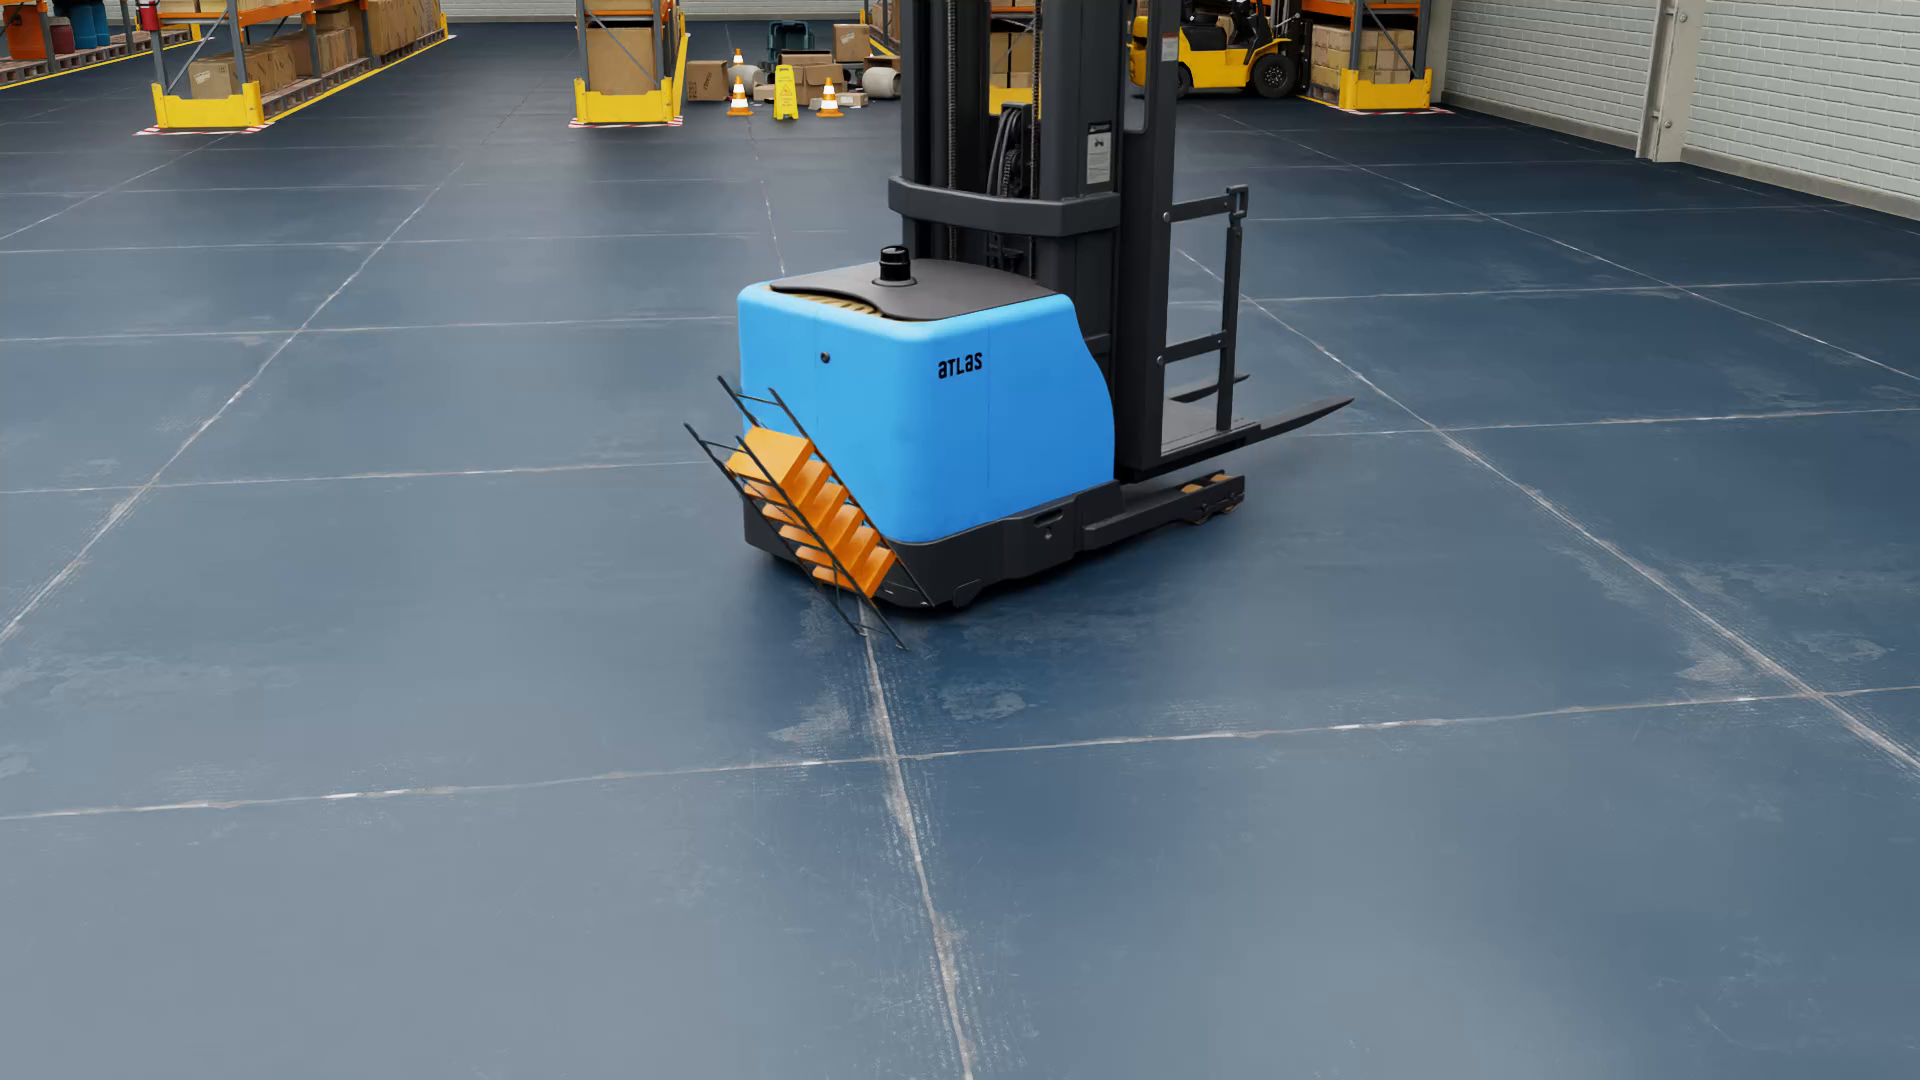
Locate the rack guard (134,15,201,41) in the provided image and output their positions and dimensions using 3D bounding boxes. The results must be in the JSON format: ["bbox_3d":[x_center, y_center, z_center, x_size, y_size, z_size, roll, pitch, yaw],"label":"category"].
[{"bbox_3d":[-16.305,-10.545,34.236,1.175,0.500,0.348,-3,21,-8],"label":"rack guard"}]

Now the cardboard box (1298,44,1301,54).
[{"bbox_3d":[5.032,-6.991,23.762,0.500,0.250,0.500,-3,21,-8],"label":"cardboard box"}]

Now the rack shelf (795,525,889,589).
[{"bbox_3d":[-0.394,0.033,5.480,0.258,0.103,0.180,15,64,35],"label":"rack shelf"}]

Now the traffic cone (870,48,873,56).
[{"bbox_3d":[-1.415,-7.474,26.065,0.336,0.463,0.334,-3,21,-8],"label":"traffic cone"}]

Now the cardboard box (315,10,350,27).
[{"bbox_3d":[-10.108,-8.344,26.643,0.500,0.250,0.500,-2,21,-6],"label":"cardboard box"}]

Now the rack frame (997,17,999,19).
[{"bbox_3d":[0.149,-8.303,24.661,1.000,3.000,0.127,-3,21,-8],"label":"rack frame"}]

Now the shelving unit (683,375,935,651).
[{"bbox_3d":[-0.457,-0.060,5.359,0.258,1.200,0.189,15,64,35],"label":"shelving unit"}]

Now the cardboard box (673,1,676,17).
[{"bbox_3d":[-5.379,-9.560,29.925,0.500,0.250,0.500,-4,21,-10],"label":"cardboard box"}]

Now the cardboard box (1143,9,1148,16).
[{"bbox_3d":[3.841,-9.988,32.143,0.500,0.500,0.500,-3,21,-8],"label":"cardboard box"}]

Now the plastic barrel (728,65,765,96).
[{"bbox_3d":[-3.053,-6.496,23.505,0.512,0.421,0.421,12,24,30],"label":"plastic barrel"}]

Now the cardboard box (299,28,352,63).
[{"bbox_3d":[-10.025,-7.801,26.260,0.700,0.500,0.500,-5,21,-12],"label":"cardboard box"}]

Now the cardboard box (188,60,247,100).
[{"bbox_3d":[-9.154,-5.661,20.560,0.500,0.500,0.500,1,20,2],"label":"cardboard box"}]

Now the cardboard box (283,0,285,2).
[{"bbox_3d":[-9.280,-7.276,22.268,0.380,0.149,0.250,-3,21,-8],"label":"cardboard box"}]

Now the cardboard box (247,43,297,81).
[{"bbox_3d":[-9.639,-6.689,23.310,0.500,0.500,0.500,-4,21,-9],"label":"cardboard box"}]

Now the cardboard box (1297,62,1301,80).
[{"bbox_3d":[5.034,-6.751,23.833,0.500,0.250,0.500,-2,21,-6],"label":"cardboard box"}]

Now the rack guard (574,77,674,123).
[{"bbox_3d":[-4.154,-5.455,20.606,1.175,0.500,0.348,-3,21,-8],"label":"rack guard"}]

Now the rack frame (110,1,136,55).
[{"bbox_3d":[-15.712,-10.324,30.070,1.000,3.000,0.127,-3,21,-8],"label":"rack frame"}]

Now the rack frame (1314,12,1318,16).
[{"bbox_3d":[5.061,-8.555,25.335,1.000,3.000,0.127,-3,21,-8],"label":"rack frame"}]

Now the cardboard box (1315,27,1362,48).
[{"bbox_3d":[5.183,-6.867,22.716,0.500,0.250,0.500,-3,21,-7],"label":"cardboard box"}]

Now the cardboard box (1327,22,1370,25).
[{"bbox_3d":[5.551,-7.247,23.734,0.500,0.250,0.500,-3,21,-9],"label":"cardboard box"}]

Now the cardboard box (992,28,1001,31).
[{"bbox_3d":[0.274,-6.623,22.420,0.500,0.500,0.500,-2,21,-6],"label":"cardboard box"}]

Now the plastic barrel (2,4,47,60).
[{"bbox_3d":[-15.222,-8.287,27.119,0.600,0.830,0.708,-3,21,-8],"label":"plastic barrel"}]

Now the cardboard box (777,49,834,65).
[{"bbox_3d":[-2.176,-6.616,23.518,0.797,0.637,0.503,-3,21,-8],"label":"cardboard box"}]

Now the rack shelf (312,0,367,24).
[{"bbox_3d":[-9.946,-8.159,25.302,1.077,0.370,4.000,-3,21,-8],"label":"rack shelf"}]

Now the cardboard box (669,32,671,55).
[{"bbox_3d":[-5.312,-8.331,27.350,1.050,0.750,0.750,-3,21,-8],"label":"cardboard box"}]

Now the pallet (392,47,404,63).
[{"bbox_3d":[-10.445,-8.580,29.388,1.003,0.211,1.213,-3,21,-8],"label":"pallet"}]

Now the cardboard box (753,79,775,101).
[{"bbox_3d":[-2.664,-6.236,23.032,0.396,0.266,0.258,1,20,2],"label":"cardboard box"}]

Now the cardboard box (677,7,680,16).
[{"bbox_3d":[-5.926,-10.787,33.934,0.380,0.149,0.250,-2,21,-6],"label":"cardboard box"}]

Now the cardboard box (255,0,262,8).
[{"bbox_3d":[-9.010,-6.759,20.885,0.380,0.149,0.250,-3,21,-8],"label":"cardboard box"}]

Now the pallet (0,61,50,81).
[{"bbox_3d":[-15.062,-7.362,26.126,1.003,0.211,1.213,-3,21,-8],"label":"pallet"}]

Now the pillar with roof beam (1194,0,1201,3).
[{"bbox_3d":[0.439,-14.205,31.887,9.100,9.000,0.400,-3,21,-8],"label":"pillar with roof beam"}]

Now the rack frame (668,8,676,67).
[{"bbox_3d":[-5.311,-9.404,27.607,1.000,3.000,0.127,-3,21,-8],"label":"rack frame"}]

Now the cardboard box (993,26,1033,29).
[{"bbox_3d":[0.735,-6.835,22.986,0.500,0.500,0.500,-3,21,-7],"label":"cardboard box"}]

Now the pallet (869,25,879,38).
[{"bbox_3d":[-1.388,-10.879,35.542,1.003,0.211,1.213,-3,21,-8],"label":"pallet"}]

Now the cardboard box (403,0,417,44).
[{"bbox_3d":[-10.698,-9.554,30.446,1.225,0.875,0.875,-3,21,-8],"label":"cardboard box"}]

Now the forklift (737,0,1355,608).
[{"bbox_3d":[0.561,-1.552,6.683,3.031,2.935,1.130,-19,28,-41],"label":"forklift"}]

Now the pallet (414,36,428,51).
[{"bbox_3d":[-10.843,-9.534,31.942,1.003,0.211,1.213,-3,21,-8],"label":"pallet"}]

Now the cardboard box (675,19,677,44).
[{"bbox_3d":[-5.388,-9.215,30.075,0.500,0.500,0.500,-3,21,-9],"label":"cardboard box"}]

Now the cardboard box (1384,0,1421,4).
[{"bbox_3d":[5.841,-7.402,22.106,0.500,0.500,0.500,-2,21,-6],"label":"cardboard box"}]

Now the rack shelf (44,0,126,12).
[{"bbox_3d":[-15.423,-9.294,28.342,1.077,0.370,4.000,-3,21,-8],"label":"rack shelf"}]

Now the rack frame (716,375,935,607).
[{"bbox_3d":[-0.413,-0.133,5.392,0.240,1.200,0.006,15,64,35],"label":"rack frame"}]

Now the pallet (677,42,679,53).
[{"bbox_3d":[-5.774,-9.213,31.081,1.003,0.211,1.213,-3,21,-8],"label":"pallet"}]

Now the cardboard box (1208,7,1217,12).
[{"bbox_3d":[4.705,-9.559,30.068,0.380,0.149,0.250,-2,21,-6],"label":"cardboard box"}]

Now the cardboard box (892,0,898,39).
[{"bbox_3d":[-0.835,-10.064,31.811,0.875,0.875,0.875,-2,21,-6],"label":"cardboard box"}]

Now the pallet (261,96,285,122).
[{"bbox_3d":[-9.174,-5.422,20.931,1.003,0.211,1.213,-3,21,-8],"label":"pallet"}]

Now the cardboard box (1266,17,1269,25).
[{"bbox_3d":[4.820,-7.749,25.076,0.500,0.250,0.500,-3,21,-9],"label":"cardboard box"}]
